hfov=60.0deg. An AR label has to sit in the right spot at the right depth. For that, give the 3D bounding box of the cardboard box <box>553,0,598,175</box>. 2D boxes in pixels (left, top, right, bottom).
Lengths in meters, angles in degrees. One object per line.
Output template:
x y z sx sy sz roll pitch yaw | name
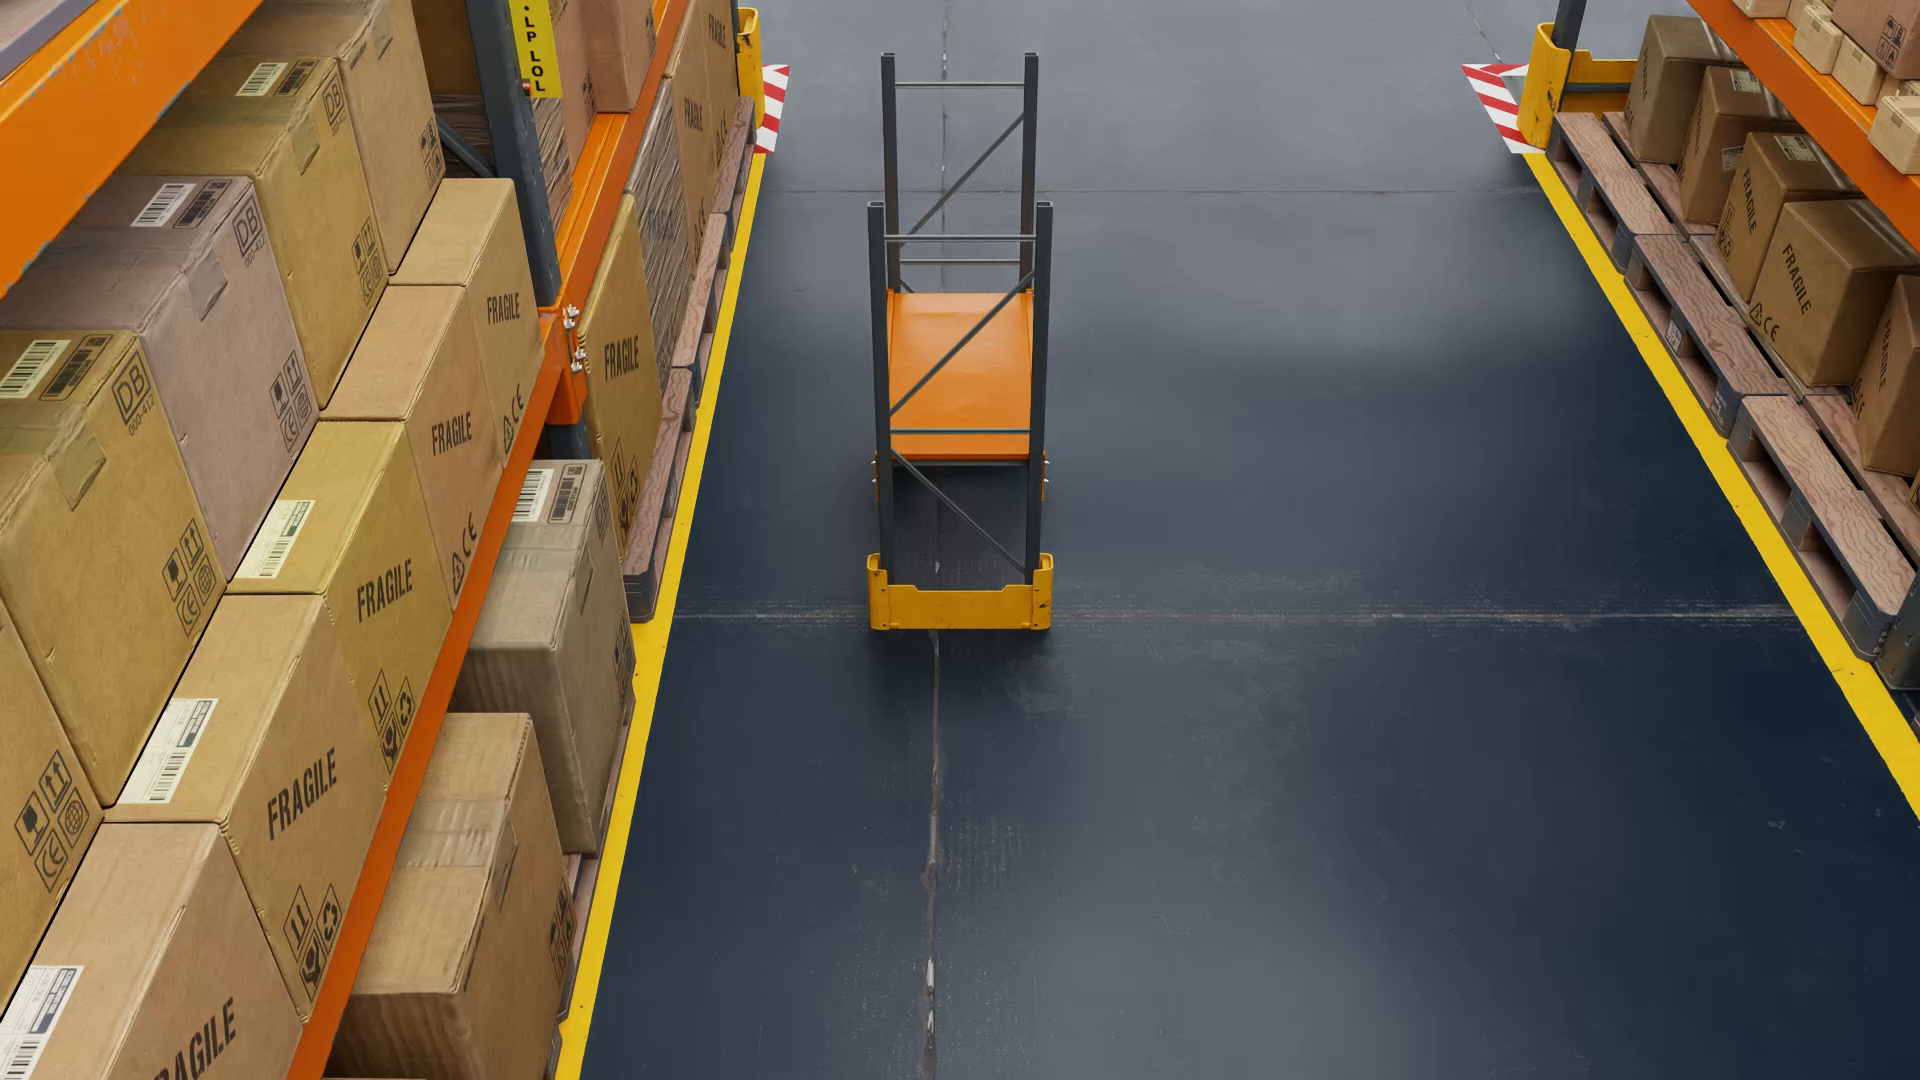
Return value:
-1.612 -1.430 5.016 0.875 0.550 0.550 0 39 0 | cardboard box

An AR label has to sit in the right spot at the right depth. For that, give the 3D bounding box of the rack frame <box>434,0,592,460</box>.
-1.576 -0.797 4.345 1.000 3.000 0.127 0 39 0 | rack frame

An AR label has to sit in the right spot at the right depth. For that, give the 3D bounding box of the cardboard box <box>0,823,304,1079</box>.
-1.306 0.751 2.334 0.500 0.500 0.500 0 39 0 | cardboard box

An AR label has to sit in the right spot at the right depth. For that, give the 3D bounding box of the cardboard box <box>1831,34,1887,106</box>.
3.138 -1.555 5.493 0.380 0.149 0.250 0 39 0 | cardboard box

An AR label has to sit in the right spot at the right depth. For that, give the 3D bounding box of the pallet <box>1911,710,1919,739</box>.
3.386 0.838 4.536 1.003 0.211 1.213 0 39 0 | pallet

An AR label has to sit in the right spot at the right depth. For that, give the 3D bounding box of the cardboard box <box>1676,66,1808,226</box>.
3.398 -1.663 7.089 0.500 0.500 0.500 10 40 12 | cardboard box

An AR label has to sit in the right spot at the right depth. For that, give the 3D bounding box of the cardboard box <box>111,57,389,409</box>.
-1.567 -0.594 3.213 0.700 0.500 0.500 -1 39 -1 | cardboard box

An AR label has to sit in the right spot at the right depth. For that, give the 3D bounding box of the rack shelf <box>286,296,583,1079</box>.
-1.574 0.735 3.010 1.077 0.370 4.000 0 39 0 | rack shelf

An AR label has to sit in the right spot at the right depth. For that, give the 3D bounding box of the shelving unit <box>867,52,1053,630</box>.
0.000 -0.633 5.340 0.587 1.500 1.083 0 39 0 | shelving unit

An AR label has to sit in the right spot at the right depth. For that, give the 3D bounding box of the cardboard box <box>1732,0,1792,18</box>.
3.046 -2.024 6.078 0.380 0.149 0.250 0 39 0 | cardboard box

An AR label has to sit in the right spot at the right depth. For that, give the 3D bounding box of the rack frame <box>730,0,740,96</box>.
-1.581 -3.298 7.467 1.000 3.000 0.127 0 39 0 | rack frame

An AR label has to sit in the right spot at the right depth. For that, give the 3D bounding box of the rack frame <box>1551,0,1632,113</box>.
3.379 -3.238 7.392 1.000 3.000 0.127 0 39 0 | rack frame

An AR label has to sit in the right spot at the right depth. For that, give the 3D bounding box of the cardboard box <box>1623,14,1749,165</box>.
3.363 -2.036 7.555 0.500 0.500 0.500 7 39 8 | cardboard box

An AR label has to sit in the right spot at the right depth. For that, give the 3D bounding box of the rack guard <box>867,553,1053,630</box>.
0.000 0.166 5.343 0.587 0.250 0.087 0 39 0 | rack guard

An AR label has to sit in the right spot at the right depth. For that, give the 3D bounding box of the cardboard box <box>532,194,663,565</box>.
-1.507 -0.525 5.369 0.875 0.875 0.875 1 39 1 | cardboard box

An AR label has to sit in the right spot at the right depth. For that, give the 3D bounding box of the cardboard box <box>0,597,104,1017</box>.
-1.567 0.358 2.025 0.700 0.500 0.500 -1 39 -1 | cardboard box

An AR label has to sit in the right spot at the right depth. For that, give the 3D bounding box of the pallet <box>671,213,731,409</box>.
-1.503 -0.949 6.765 1.003 0.211 1.213 0 39 0 | pallet

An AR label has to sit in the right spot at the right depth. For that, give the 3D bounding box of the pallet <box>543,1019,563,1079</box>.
-1.496 1.539 3.661 1.003 0.211 1.213 0 39 0 | pallet

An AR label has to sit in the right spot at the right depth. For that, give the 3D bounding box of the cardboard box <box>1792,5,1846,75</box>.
3.103 -1.711 5.688 0.380 0.149 0.250 0 39 0 | cardboard box

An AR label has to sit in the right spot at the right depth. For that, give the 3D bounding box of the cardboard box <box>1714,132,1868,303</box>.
3.380 -1.271 6.601 0.500 0.500 0.500 3 39 4 | cardboard box

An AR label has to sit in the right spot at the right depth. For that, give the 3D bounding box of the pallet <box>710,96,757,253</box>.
-1.502 -1.710 7.715 1.003 0.211 1.213 0 39 0 | pallet

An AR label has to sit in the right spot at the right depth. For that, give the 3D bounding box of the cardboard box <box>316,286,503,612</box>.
-1.308 -0.194 3.513 0.500 0.500 0.500 0 39 -1 | cardboard box

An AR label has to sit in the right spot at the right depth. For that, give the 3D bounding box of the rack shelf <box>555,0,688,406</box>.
-1.578 -1.767 6.131 1.077 0.370 4.000 0 39 0 | rack shelf

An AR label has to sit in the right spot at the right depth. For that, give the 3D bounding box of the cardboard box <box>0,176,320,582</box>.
-1.567 -0.278 2.818 0.700 0.500 0.500 0 39 0 | cardboard box

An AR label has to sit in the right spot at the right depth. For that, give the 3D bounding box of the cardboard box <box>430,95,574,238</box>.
-1.588 -1.086 4.586 0.875 0.550 0.550 0 39 0 | cardboard box

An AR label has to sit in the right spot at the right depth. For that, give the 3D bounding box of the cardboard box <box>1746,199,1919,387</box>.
3.336 -0.922 6.165 0.500 0.500 0.500 -3 39 -4 | cardboard box

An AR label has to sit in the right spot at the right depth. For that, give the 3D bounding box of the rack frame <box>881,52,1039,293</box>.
-0.001 -0.957 5.744 0.500 1.500 0.032 0 39 0 | rack frame

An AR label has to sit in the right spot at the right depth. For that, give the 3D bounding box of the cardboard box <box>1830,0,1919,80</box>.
3.379 -1.799 5.278 0.875 0.500 0.500 0 39 0 | cardboard box

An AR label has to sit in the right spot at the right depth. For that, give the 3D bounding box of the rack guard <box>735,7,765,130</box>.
-1.581 -2.338 8.267 1.175 0.500 0.348 0 39 0 | rack guard

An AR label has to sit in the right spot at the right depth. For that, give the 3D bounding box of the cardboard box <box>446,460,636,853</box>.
-1.485 0.305 4.433 1.050 0.750 0.750 0 39 0 | cardboard box

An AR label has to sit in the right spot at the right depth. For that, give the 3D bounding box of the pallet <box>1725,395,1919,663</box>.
3.348 -0.069 5.667 1.003 0.211 1.213 0 39 0 | pallet

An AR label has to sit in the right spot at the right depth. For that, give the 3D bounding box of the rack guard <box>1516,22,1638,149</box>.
3.379 -2.215 8.115 1.175 0.500 0.348 0 39 0 | rack guard

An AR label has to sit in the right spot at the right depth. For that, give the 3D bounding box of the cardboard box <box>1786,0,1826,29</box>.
3.179 -1.868 5.883 0.380 0.149 0.250 0 39 0 | cardboard box

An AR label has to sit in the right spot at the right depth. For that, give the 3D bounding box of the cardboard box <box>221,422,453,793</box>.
-1.307 0.122 3.119 0.500 0.500 0.500 0 39 0 | cardboard box

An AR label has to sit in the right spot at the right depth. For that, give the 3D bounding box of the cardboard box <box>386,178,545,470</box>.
-1.308 -0.510 3.907 0.500 0.500 0.500 0 39 0 | cardboard box

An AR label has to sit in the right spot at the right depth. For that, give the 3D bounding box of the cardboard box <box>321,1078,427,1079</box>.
-1.487 1.491 2.954 1.050 0.750 0.750 1 39 1 | cardboard box

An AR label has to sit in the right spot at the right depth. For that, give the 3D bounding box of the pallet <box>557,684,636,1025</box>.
-1.500 0.774 4.615 1.003 0.211 1.213 0 39 0 | pallet

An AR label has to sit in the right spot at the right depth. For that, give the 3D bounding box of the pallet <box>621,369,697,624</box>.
-1.499 -0.184 5.811 1.003 0.211 1.213 0 39 0 | pallet

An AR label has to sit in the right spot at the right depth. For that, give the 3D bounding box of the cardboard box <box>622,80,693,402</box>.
-1.512 -1.088 6.073 0.875 0.875 0.875 0 39 0 | cardboard box

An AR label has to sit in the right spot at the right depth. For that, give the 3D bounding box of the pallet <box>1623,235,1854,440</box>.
3.344 -0.834 6.622 1.003 0.211 1.213 0 39 0 | pallet

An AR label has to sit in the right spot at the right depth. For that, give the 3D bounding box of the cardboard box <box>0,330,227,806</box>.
-1.568 0.038 2.424 0.700 0.500 0.500 0 39 0 | cardboard box

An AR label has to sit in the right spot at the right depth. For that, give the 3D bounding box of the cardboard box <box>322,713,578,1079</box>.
-1.488 0.909 3.681 1.050 0.750 0.750 0 39 0 | cardboard box

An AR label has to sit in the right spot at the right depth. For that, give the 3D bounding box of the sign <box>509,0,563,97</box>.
-1.033 -1.224 4.016 0.100 0.325 0.005 0 39 0 | sign

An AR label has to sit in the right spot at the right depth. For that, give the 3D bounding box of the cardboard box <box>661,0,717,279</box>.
-1.511 -1.659 6.784 0.875 0.875 0.875 -1 39 -1 | cardboard box

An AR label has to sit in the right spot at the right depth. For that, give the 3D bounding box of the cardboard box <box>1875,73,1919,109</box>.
3.179 -1.399 5.298 0.380 0.149 0.250 0 39 0 | cardboard box

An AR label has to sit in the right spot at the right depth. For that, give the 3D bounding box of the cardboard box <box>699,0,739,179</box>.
-1.514 -2.209 7.471 0.875 0.875 0.875 0 39 0 | cardboard box

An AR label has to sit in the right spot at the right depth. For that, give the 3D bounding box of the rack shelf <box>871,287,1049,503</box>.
0.000 -0.498 5.460 0.538 0.185 1.000 0 39 0 | rack shelf

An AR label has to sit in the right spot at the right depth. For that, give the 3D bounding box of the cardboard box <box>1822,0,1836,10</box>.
3.419 -2.112 5.668 0.875 0.500 0.500 0 39 0 | cardboard box

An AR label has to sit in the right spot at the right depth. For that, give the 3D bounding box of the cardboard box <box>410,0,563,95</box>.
-1.542 -1.507 4.249 0.875 0.550 0.550 0 39 0 | cardboard box

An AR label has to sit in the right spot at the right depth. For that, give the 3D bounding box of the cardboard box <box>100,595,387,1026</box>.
-1.304 0.440 2.722 0.500 0.500 0.500 0 39 -1 | cardboard box

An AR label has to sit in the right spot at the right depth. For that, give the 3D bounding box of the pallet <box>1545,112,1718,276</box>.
3.345 -1.595 7.571 1.003 0.211 1.213 0 39 0 | pallet

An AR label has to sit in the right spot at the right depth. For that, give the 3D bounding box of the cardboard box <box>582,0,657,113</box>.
-1.495 -1.768 5.437 0.875 0.550 0.550 0 39 0 | cardboard box

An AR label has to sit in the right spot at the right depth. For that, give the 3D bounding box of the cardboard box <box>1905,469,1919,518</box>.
3.424 -0.176 5.234 0.500 0.500 0.500 -1 39 -1 | cardboard box

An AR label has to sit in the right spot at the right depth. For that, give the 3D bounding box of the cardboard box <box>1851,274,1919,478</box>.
3.415 -0.534 5.681 0.500 0.500 0.500 12 40 14 | cardboard box

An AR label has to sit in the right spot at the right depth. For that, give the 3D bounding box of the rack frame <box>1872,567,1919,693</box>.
3.384 -0.737 4.271 1.000 3.000 0.127 0 39 0 | rack frame

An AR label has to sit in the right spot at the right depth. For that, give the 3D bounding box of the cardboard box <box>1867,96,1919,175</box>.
3.047 -1.242 5.102 0.380 0.149 0.250 0 39 0 | cardboard box

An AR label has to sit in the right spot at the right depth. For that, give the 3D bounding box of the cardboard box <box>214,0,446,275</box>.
-1.570 -0.915 3.614 0.700 0.500 0.500 -1 39 -1 | cardboard box

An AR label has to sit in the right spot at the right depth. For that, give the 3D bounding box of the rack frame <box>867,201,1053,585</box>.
0.000 -0.321 4.951 0.500 1.500 0.032 0 39 0 | rack frame
